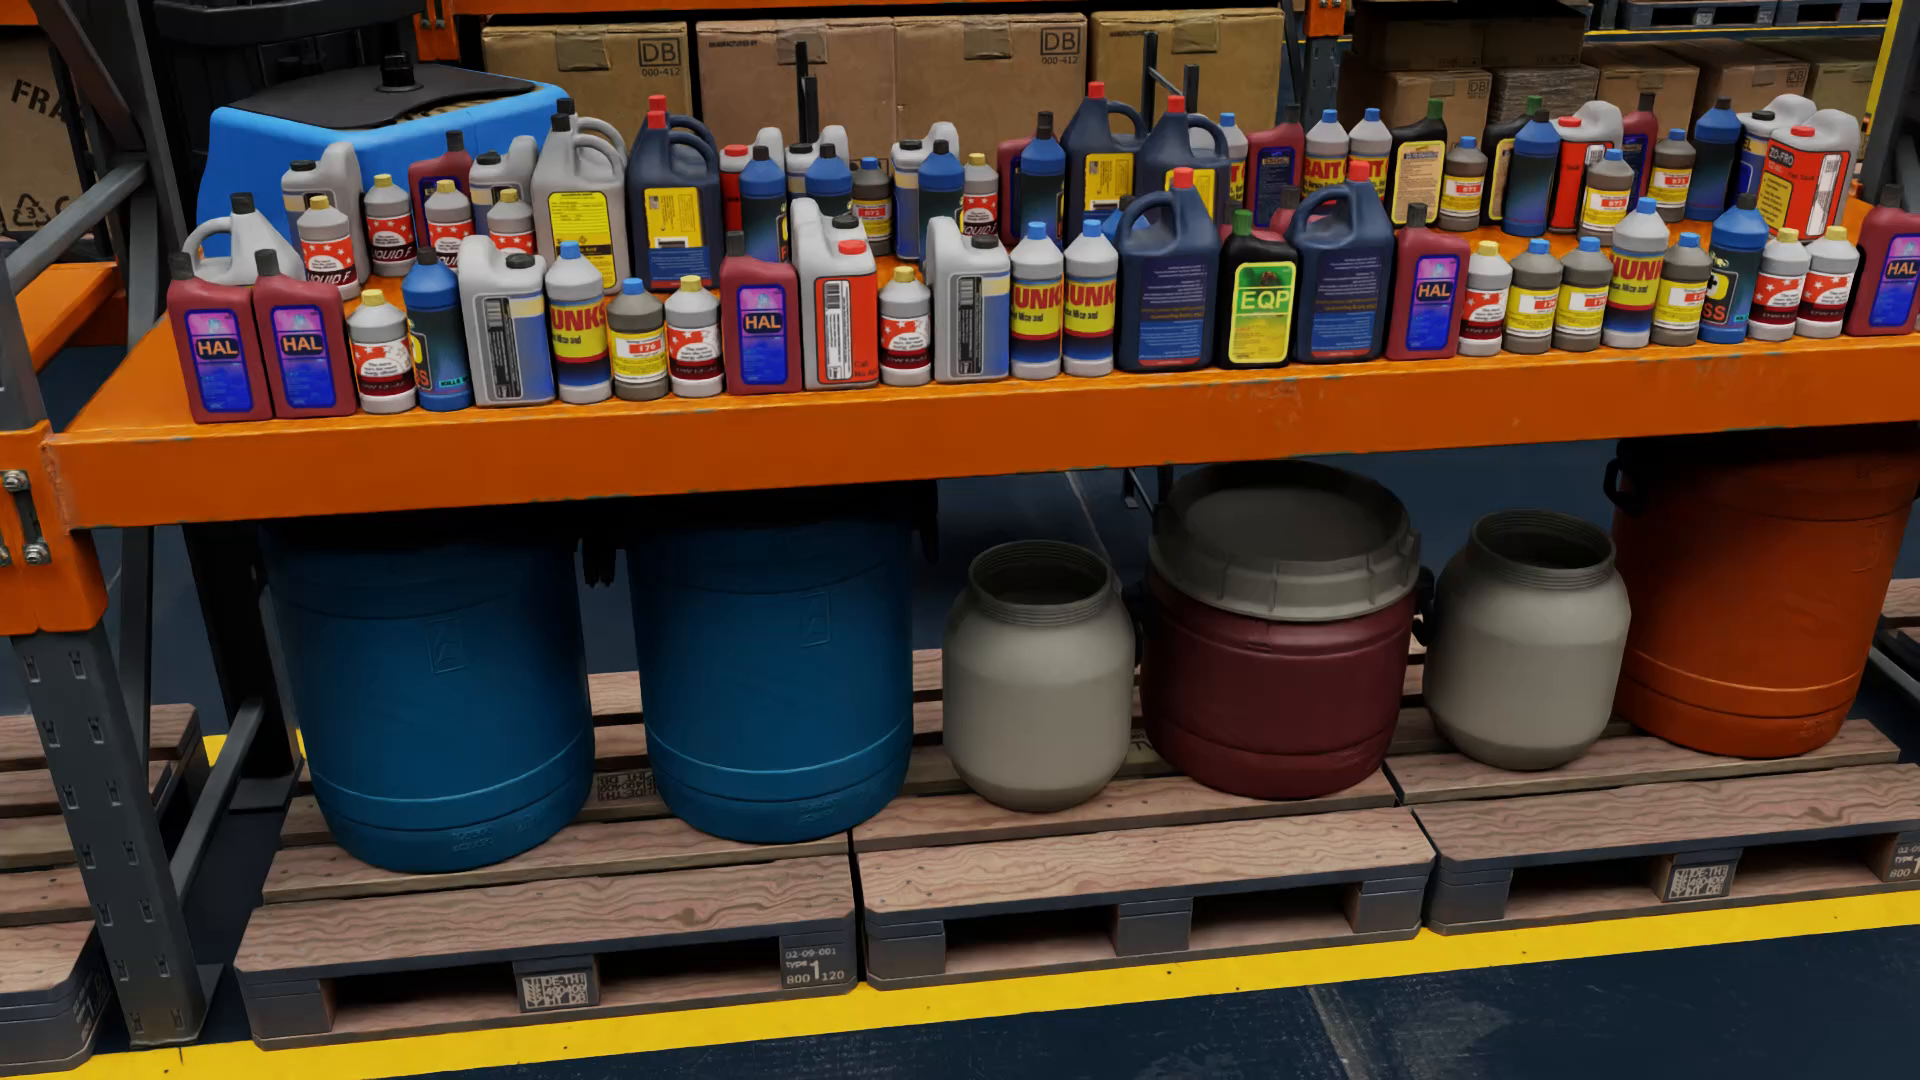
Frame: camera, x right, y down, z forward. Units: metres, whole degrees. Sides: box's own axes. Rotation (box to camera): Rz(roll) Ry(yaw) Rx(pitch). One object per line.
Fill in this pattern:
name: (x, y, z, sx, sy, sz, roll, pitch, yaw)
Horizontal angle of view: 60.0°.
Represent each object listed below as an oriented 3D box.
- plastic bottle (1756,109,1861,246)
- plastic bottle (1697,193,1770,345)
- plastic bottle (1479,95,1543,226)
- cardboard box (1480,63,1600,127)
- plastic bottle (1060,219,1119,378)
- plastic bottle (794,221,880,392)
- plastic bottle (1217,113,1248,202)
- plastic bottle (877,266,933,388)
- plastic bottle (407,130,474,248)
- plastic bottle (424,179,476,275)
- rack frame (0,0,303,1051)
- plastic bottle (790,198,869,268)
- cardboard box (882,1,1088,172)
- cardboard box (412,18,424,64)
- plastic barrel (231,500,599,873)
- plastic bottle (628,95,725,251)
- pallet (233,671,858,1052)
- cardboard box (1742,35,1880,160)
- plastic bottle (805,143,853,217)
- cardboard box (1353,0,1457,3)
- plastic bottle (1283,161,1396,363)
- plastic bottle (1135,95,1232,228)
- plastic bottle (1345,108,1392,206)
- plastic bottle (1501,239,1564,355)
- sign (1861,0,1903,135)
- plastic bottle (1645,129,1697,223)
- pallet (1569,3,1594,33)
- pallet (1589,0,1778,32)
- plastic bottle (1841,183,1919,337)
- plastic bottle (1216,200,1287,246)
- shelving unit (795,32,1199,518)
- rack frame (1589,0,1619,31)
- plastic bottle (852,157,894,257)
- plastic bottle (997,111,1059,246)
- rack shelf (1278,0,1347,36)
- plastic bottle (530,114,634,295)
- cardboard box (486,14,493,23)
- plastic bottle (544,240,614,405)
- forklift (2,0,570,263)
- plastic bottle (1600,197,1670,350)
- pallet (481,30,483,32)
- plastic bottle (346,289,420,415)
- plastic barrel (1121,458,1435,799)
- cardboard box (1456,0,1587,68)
plastic bottle: (1.865, -0.805, 3.669, 0.135, 0.276, 0.152, -4, 27, -7)
plastic bottle: (1.438, -0.508, 3.096, 0.097, 0.271, 0.097, 0, 27, 0)
plastic bottle: (1.246, -0.860, 3.768, 0.133, 0.283, 0.061, -4, 27, -7)
cardboard box: (2.835, -2.226, 8.558, 0.500, 0.500, 0.700, -6, 28, -11)
plastic bottle: (0.229, -0.431, 2.945, 0.097, 0.271, 0.097, 0, 27, 0)
plastic bottle: (-0.215, -0.417, 2.913, 0.135, 0.276, 0.152, -4, 27, -7)
plastic bottle: (0.581, -0.803, 3.671, 0.097, 0.271, 0.097, 0, 27, 0)
plastic bottle: (-0.097, -0.379, 2.920, 0.097, 0.201, 0.097, 0, 27, 0)
plastic bottle: (-1.076, -0.711, 3.477, 0.133, 0.283, 0.061, -4, 27, -7)
plastic bottle: (-1.047, -0.640, 3.428, 0.097, 0.201, 0.097, 0, 27, 0)
rack frame: (-1.644, -0.556, 3.048, 0.127, 3.000, 1.000, -4, 27, -7)
plastic bottle: (-0.237, -0.486, 3.047, 0.135, 0.276, 0.152, -4, 27, -7)
cardboard box: (0.057, -2.203, 8.126, 0.875, 0.875, 1.225, -4, 27, -7)
cardboard box: (-2.999, -2.031, 7.789, 0.875, 0.875, 0.875, -4, 27, -7)
plastic barrel: (-1.103, 0.164, 3.483, 0.708, 0.901, 0.600, -4, 27, -7)
plastic bottle: (-0.596, -0.752, 3.484, 0.185, 0.351, 0.144, -4, 27, -7)
pallet: (-0.874, 0.654, 3.743, 1.213, 0.211, 1.003, -4, 27, -7)
cardboard box: (4.502, -2.336, 8.774, 0.500, 0.500, 0.700, -4, 27, -7)
plastic bottle: (-0.268, -0.679, 3.428, 0.097, 0.271, 0.097, 0, 27, 0)
cardboard box: (3.439, -4.599, 12.931, 0.750, 0.750, 1.050, -4, 27, -7)
plastic bottle: (0.681, -0.506, 3.004, 0.185, 0.351, 0.144, -4, 27, -7)
plastic bottle: (0.466, -0.750, 3.481, 0.185, 0.351, 0.144, -4, 27, -7)
plastic bottle: (0.906, -0.824, 3.712, 0.097, 0.271, 0.097, 0, 27, 0)
plastic bottle: (1.052, -0.453, 3.064, 0.097, 0.201, 0.097, 0, 27, 0)
sign: (2.234, -1.131, 3.990, 0.005, 0.325, 0.100, -4, 27, -7)
plastic bottle: (1.629, -0.839, 3.818, 0.097, 0.201, 0.097, 0, 27, 0)
pallet: (4.244, -4.229, 13.260, 1.213, 0.211, 1.003, -4, 27, -7)
pallet: (5.761, -4.325, 13.448, 1.213, 0.211, 1.003, -4, 27, -7)
plastic bottle: (1.748, -0.525, 3.116, 0.133, 0.283, 0.061, -4, 27, -7)
plastic bottle: (0.521, -0.475, 3.017, 0.133, 0.283, 0.061, -4, 27, -7)
shelving unit: (0.084, -0.673, 4.918, 1.048, 1.500, 0.538, -4, 27, -7)
rack frame: (4.997, -5.553, 12.786, 0.127, 3.000, 1.000, -4, 27, -7)
plastic bottle: (-0.193, -0.722, 3.590, 0.097, 0.201, 0.097, 0, 27, 0)
plastic bottle: (0.148, -0.789, 3.630, 0.133, 0.283, 0.061, -4, 27, -7)
rack shelf: (3.608, -2.857, 8.320, 4.000, 0.370, 1.077, -4, 27, -7)
plastic bottle: (-0.759, -0.675, 3.334, 0.185, 0.351, 0.144, -4, 27, -7)
cardboard box: (-3.266, -3.783, 12.000, 0.250, 0.149, 0.380, -3, 27, -6)
plastic bottle: (-0.651, -0.374, 2.835, 0.097, 0.271, 0.097, 0, 27, 0)
forklift: (-2.939, -2.247, 6.418, 3.031, 2.935, 1.130, 18, 32, 31)
plastic bottle: (1.245, -0.496, 3.072, 0.097, 0.271, 0.097, 0, 27, 0)
pallet: (-3.585, -3.744, 12.316, 1.213, 0.211, 1.003, -4, 27, -7)
plastic bottle: (-0.977, -0.322, 2.810, 0.097, 0.201, 0.097, 0, 27, 0)
plastic barrel: (0.717, 0.186, 3.783, 0.708, 0.588, 0.600, -4, 27, -7)
cardboard box: (2.810, -2.561, 8.391, 0.500, 0.250, 0.500, -1, 27, -1)
